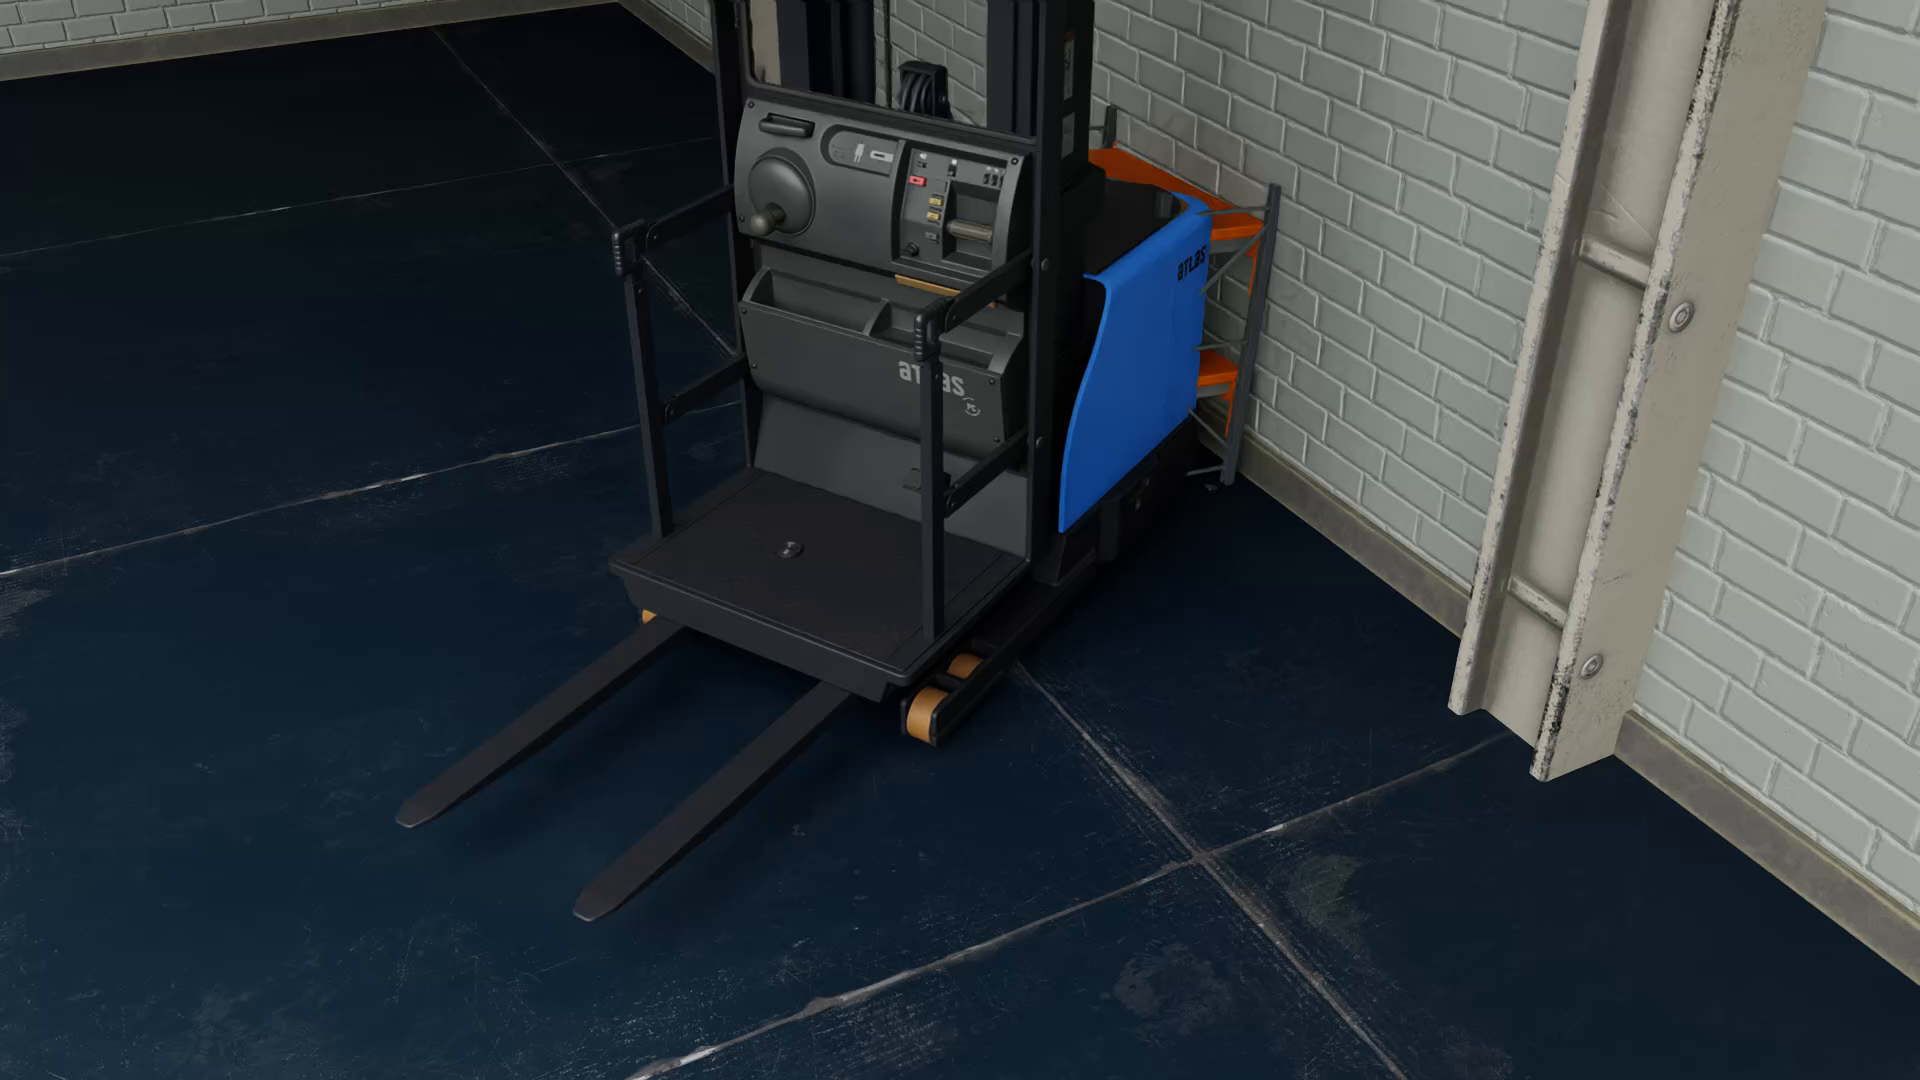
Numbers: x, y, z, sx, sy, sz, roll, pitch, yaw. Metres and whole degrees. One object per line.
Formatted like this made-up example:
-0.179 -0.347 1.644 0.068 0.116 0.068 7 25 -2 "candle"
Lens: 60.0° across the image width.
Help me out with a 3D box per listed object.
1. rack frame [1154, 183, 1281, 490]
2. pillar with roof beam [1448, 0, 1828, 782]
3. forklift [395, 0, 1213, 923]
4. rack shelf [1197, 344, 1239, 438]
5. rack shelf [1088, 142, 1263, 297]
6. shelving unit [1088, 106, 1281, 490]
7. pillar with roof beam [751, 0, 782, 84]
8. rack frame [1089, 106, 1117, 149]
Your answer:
0.816 -0.657 5.715 0.500 1.125 0.032 -11 32 -27 "rack frame"
-2.124 -2.156 0.773 9.100 9.000 0.400 -16 36 -23 "pillar with roof beam"
-0.352 -0.931 4.486 1.130 2.935 3.031 19 37 27 "forklift"
0.558 -0.672 6.217 0.538 0.278 1.000 -11 32 -27 "rack shelf"
0.599 -1.143 5.962 0.538 0.278 1.000 -11 32 -27 "rack shelf"
0.577 -0.886 6.101 0.538 1.125 1.048 -11 32 -27 "shelving unit"
-4.922 -5.019 5.243 9.100 9.000 0.400 -16 36 -23 "pillar with roof beam"
0.338 -1.116 6.486 0.500 1.125 0.032 -11 32 -27 "rack frame"
